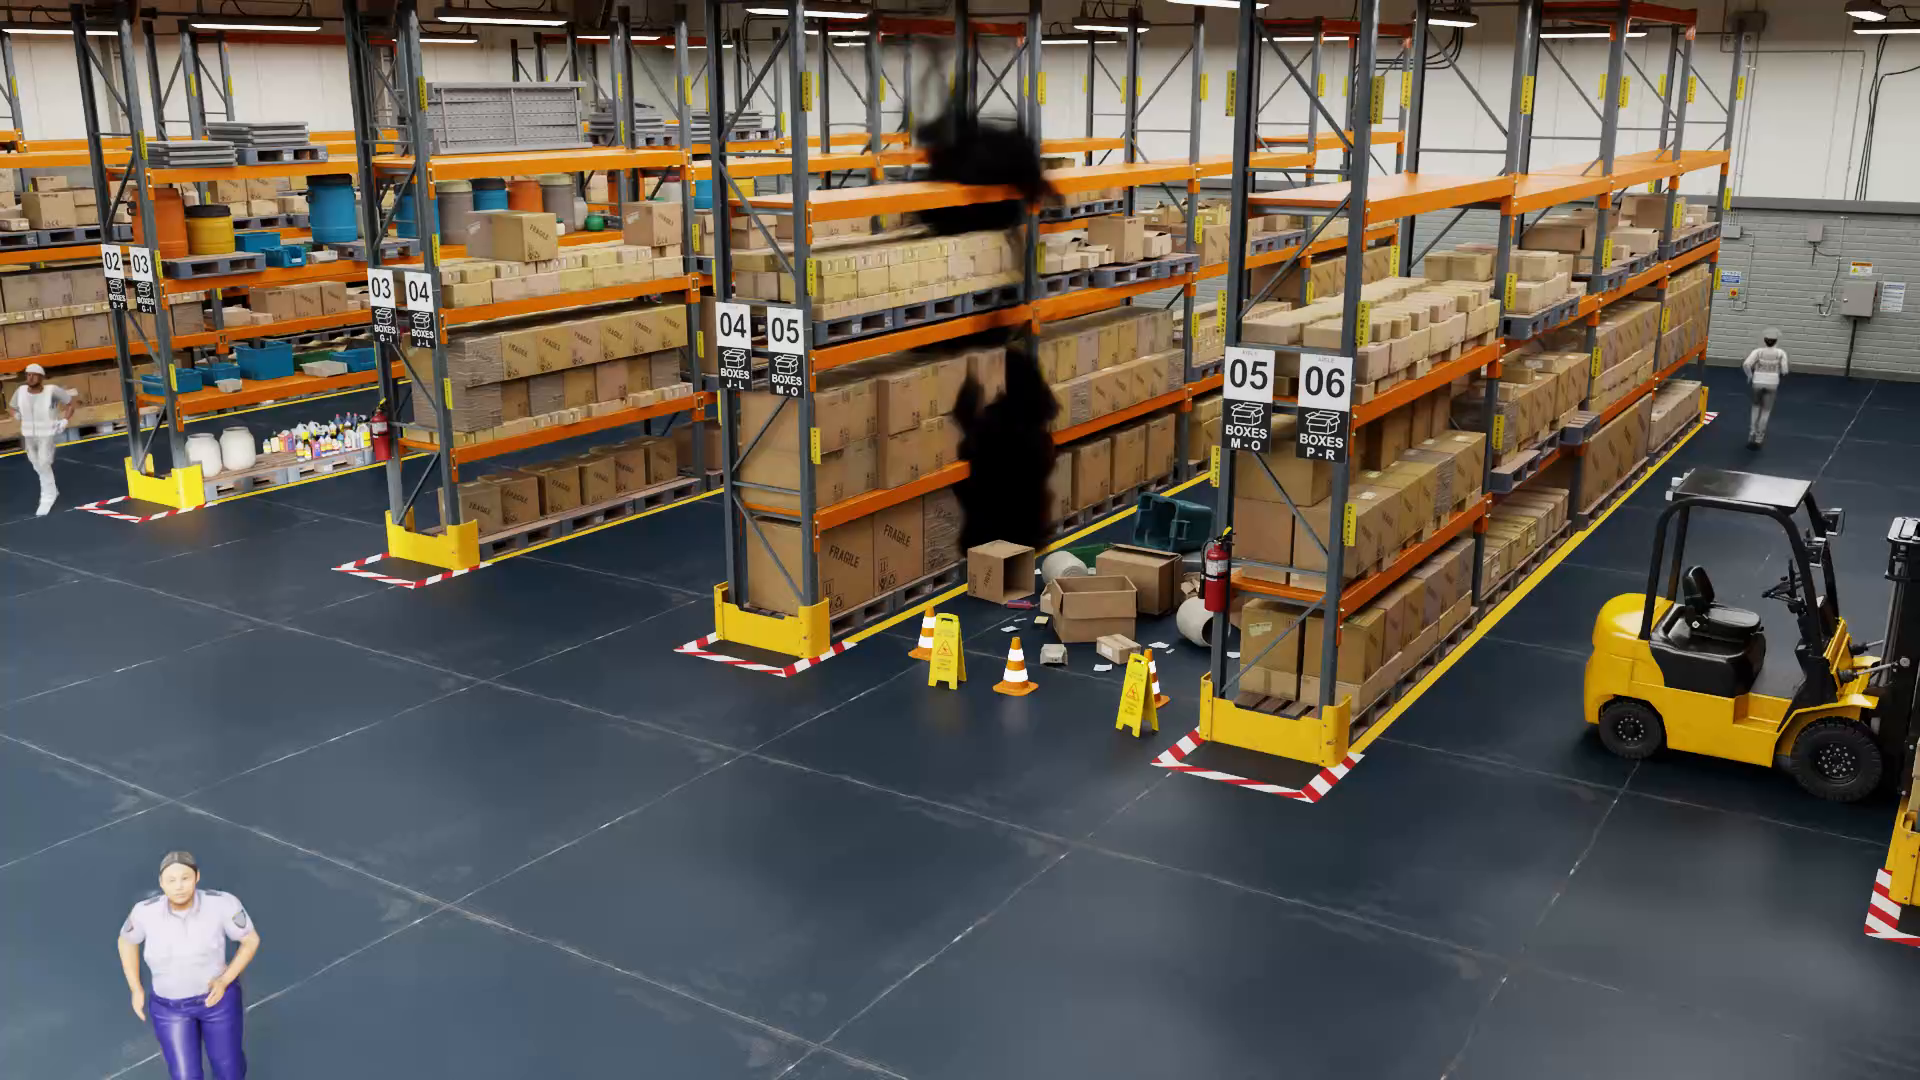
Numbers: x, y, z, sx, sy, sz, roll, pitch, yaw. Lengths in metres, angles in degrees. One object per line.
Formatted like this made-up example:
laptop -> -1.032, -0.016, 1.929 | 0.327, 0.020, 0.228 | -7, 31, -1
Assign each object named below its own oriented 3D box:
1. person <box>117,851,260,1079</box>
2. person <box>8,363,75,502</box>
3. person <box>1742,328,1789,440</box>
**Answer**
person -> -3.699, 2.251, 8.055 | 0.627, 1.631, 0.771 | -6, 17, -22
person -> -11.259, -1.327, 20.368 | 0.694, 1.679, 0.669 | 0, 16, 0
person -> 11.588, -2.276, 23.957 | 0.592, 1.572, 0.663 | 9, 18, 29
